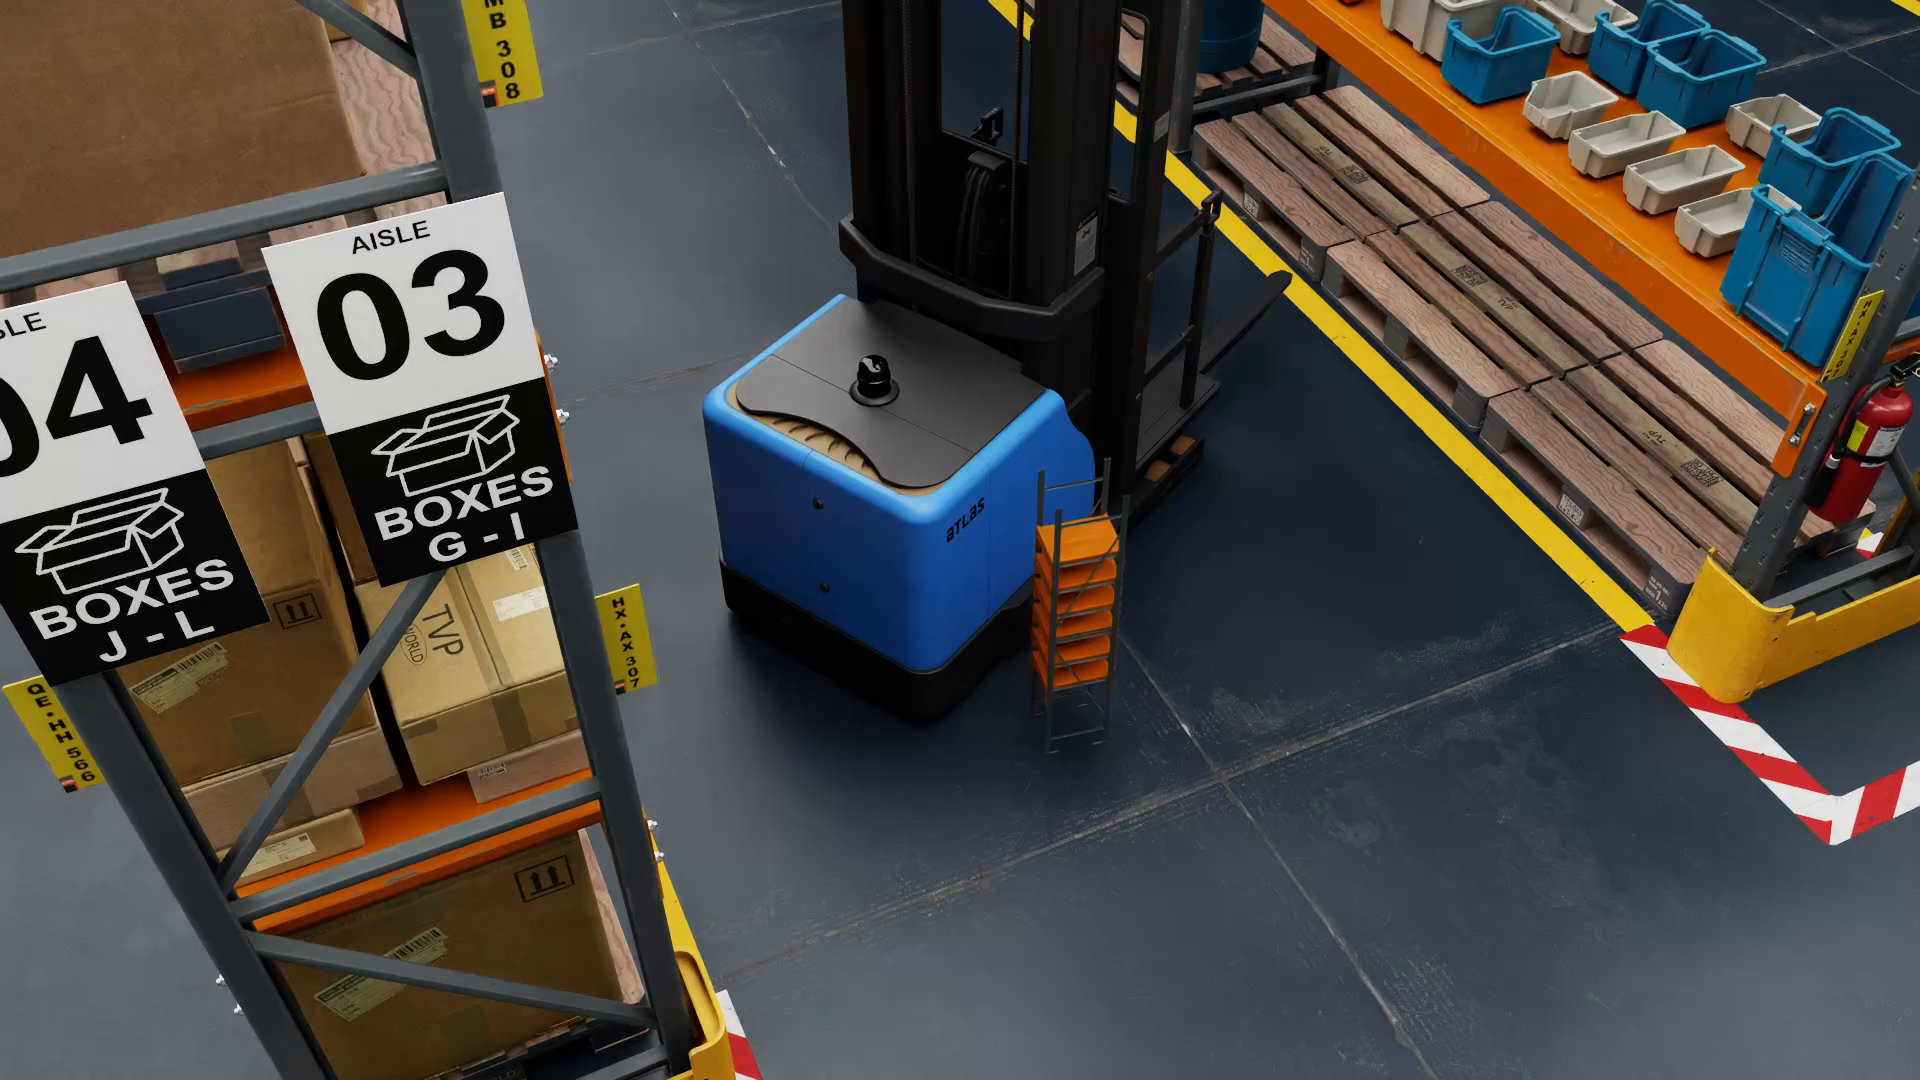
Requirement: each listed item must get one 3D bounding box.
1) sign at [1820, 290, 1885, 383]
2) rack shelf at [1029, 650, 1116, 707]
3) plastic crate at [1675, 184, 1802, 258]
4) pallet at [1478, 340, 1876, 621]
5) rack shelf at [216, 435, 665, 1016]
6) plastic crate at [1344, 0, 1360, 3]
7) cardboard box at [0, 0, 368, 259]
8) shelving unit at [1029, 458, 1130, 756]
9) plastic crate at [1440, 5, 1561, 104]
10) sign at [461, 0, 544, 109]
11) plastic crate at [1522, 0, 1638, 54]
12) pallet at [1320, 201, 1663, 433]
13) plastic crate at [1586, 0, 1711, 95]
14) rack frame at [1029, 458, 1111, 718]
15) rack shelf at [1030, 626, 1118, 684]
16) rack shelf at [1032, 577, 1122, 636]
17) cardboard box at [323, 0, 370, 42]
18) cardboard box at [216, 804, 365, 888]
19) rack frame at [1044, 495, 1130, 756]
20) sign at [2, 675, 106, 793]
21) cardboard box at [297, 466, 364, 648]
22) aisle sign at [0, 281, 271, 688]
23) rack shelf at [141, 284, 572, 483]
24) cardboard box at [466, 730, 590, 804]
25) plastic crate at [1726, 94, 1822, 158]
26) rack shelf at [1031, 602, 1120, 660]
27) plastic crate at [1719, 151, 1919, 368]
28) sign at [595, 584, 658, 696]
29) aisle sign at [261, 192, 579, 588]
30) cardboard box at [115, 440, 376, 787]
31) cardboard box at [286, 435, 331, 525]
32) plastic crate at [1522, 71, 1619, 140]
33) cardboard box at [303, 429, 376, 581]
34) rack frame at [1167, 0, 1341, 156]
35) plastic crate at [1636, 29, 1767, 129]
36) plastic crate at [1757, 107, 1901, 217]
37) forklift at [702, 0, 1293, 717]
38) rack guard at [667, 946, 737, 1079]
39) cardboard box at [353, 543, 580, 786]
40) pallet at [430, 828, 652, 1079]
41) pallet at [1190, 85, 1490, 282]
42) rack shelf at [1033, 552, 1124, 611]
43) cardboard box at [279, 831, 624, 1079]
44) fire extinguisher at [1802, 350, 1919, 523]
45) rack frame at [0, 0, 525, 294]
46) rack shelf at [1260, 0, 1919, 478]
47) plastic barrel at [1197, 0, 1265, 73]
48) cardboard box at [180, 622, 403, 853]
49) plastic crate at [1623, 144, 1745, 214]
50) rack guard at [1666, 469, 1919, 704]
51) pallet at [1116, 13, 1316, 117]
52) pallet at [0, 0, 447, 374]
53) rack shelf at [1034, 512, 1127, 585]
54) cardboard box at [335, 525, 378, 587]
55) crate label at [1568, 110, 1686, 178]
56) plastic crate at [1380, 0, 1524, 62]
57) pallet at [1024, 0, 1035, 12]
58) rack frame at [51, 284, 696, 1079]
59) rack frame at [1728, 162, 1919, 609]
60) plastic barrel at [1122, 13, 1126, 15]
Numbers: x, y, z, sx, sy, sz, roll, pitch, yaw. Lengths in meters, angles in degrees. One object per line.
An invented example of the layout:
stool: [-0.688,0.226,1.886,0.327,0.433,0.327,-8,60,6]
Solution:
sign: [2.753,-0.626,5.132,0.100,0.325,0.005,-18,47,-17]
rack shelf: [0.392,0.460,5.832,0.258,0.103,0.180,-11,45,-11]
plastic crate: [2.738,-1.134,5.909,0.396,0.136,0.243,-18,47,-17]
pallet: [2.933,-0.285,6.888,1.003,0.211,1.213,-18,47,-17]
rack shelf: [-2.090,-0.296,5.427,1.077,0.370,4.000,-18,47,-17]
plastic crate: [1.711,-2.690,7.253,0.402,0.464,0.583,-18,47,-17]
cardboard box: [-1.516,-0.882,2.931,0.700,0.500,0.500,-21,48,-20]
shelving unit: [0.391,0.255,5.635,0.258,1.200,0.189,-11,45,-11]
plastic crate: [2.149,-1.935,6.652,0.416,0.233,0.300,-18,47,-17]
sign: [-0.743,-0.845,2.656,0.100,0.325,0.005,-18,47,-17]
plastic crate: [2.568,-2.196,6.985,0.293,0.136,0.466,-18,47,-17]
pallet: [2.424,-1.061,7.675,1.003,0.211,1.213,-18,47,-17]
plastic crate: [2.760,-1.987,6.705,0.416,0.233,0.300,-18,47,-17]
rack frame: [0.368,0.194,5.699,0.240,1.200,0.006,-11,45,-11]
rack shelf: [0.392,0.374,5.749,0.258,0.103,0.180,-11,45,-11]
rack shelf: [0.391,0.200,5.583,0.258,0.103,0.180,-11,45,-11]
cardboard box: [-1.643,-1.276,3.330,0.700,0.500,0.500,-20,48,-19]
cardboard box: [-1.697,0.682,4.102,0.380,0.149,0.250,-17,47,-17]
rack frame: [0.415,0.316,5.571,0.240,1.200,0.006,-11,45,-11]
sign: [-1.747,0.377,3.239,0.100,0.325,0.005,-18,47,-17]
cardboard box: [-1.906,0.116,4.392,0.500,0.250,0.500,-19,48,-18]
aisle sign: [-1.491,-0.069,2.833,0.394,0.787,0.004,-18,47,-17]
rack shelf: [-2.090,-1.364,4.373,1.077,0.370,4.000,-18,47,-17]
cardboard box: [-1.099,0.488,4.299,0.380,0.149,0.250,-18,47,-17]
plastic crate: [3.095,-1.584,6.364,0.250,0.136,0.298,-18,47,-17]
rack shelf: [0.391,0.287,5.666,0.258,0.103,0.180,-11,45,-11]
plastic crate: [2.935,-0.933,5.492,0.616,0.435,0.499,-18,47,-17]
sign: [-0.743,0.226,3.713,0.100,0.325,0.005,-18,47,-17]
aisle sign: [-0.946,-0.246,3.012,0.394,0.787,0.004,-18,47,-17]
cardboard box: [-1.692,0.170,3.803,0.500,0.500,0.500,-17,47,-17]
cardboard box: [-2.120,-0.208,4.720,0.500,0.250,0.500,-20,48,-19]
plastic crate: [2.348,-1.676,6.458,0.298,0.136,0.250,-18,47,-17]
cardboard box: [-1.416,-0.301,4.281,0.500,0.500,0.500,-19,48,-18]
rack frame: [1.563,-3.289,7.948,1.000,3.000,0.127,-18,47,-17]
plastic crate: [2.886,-1.796,6.511,0.416,0.233,0.300,-18,47,-17]
plastic crate: [3.163,-1.376,6.086,0.416,0.233,0.300,-18,47,-17]
forklift: [0.371,-1.396,6.078,1.130,2.935,3.031,27,51,25]
rack guard: [-1.239,1.627,4.745,1.175,0.500,0.348,-18,47,-17]
cardboard box: [-1.206,0.284,4.221,0.500,0.250,0.500,-19,48,-18]
pallet: [-1.656,1.229,5.355,1.003,0.211,1.213,-18,47,-17]
pallet: [1.907,-1.840,8.464,1.003,0.211,1.213,-18,47,-17]
rack shelf: [0.390,0.113,5.500,0.258,0.103,0.180,-11,45,-11]
cardboard box: [-1.591,0.945,4.870,0.875,0.875,0.875,-18,47,-17]
fire extinguisher: [2.896,-0.350,5.289,0.296,0.674,0.183,-18,47,-17]
rack frame: [-1.249,-1.413,1.775,1.000,3.000,0.127,-18,47,-17]
rack shelf: [2.404,-1.759,6.909,1.077,0.370,4.000,-18,47,-17]
plastic barrel: [1.350,-3.044,8.894,0.600,0.901,0.708,-18,47,-17]
cardboard box: [-1.693,0.439,4.064,0.500,0.250,0.500,-19,48,-18]
plastic crate: [2.629,-1.323,6.100,0.396,0.136,0.243,-18,47,-17]
rack guard: [3.267,0.161,6.231,1.175,0.500,0.348,-18,47,-17]
pallet: [1.276,-2.801,9.438,1.003,0.211,1.213,-18,47,-17]
pallet: [-1.570,-0.783,3.336,1.003,0.211,1.213,-18,47,-17]
rack shelf: [0.390,0.027,5.417,0.258,0.103,0.180,-11,45,-11]
cardboard box: [-1.430,-0.045,4.555,0.500,0.250,0.500,-19,48,-18]
crate label: [2.490,-1.493,6.273,0.396,0.136,0.243,-18,47,-17]
plastic crate: [2.038,-2.241,6.927,0.437,0.282,0.530,-18,47,-17]
pallet: [0.760,-3.579,10.227,1.003,0.211,1.213,-18,47,-17]
rack frame: [-1.249,0.722,3.882,1.000,3.000,0.127,-18,47,-17]
rack frame: [3.245,-0.740,5.365,1.000,3.000,0.127,-18,47,-17]
plastic barrel: [1.052,-3.495,9.351,0.600,0.901,0.708,-18,47,-17]
